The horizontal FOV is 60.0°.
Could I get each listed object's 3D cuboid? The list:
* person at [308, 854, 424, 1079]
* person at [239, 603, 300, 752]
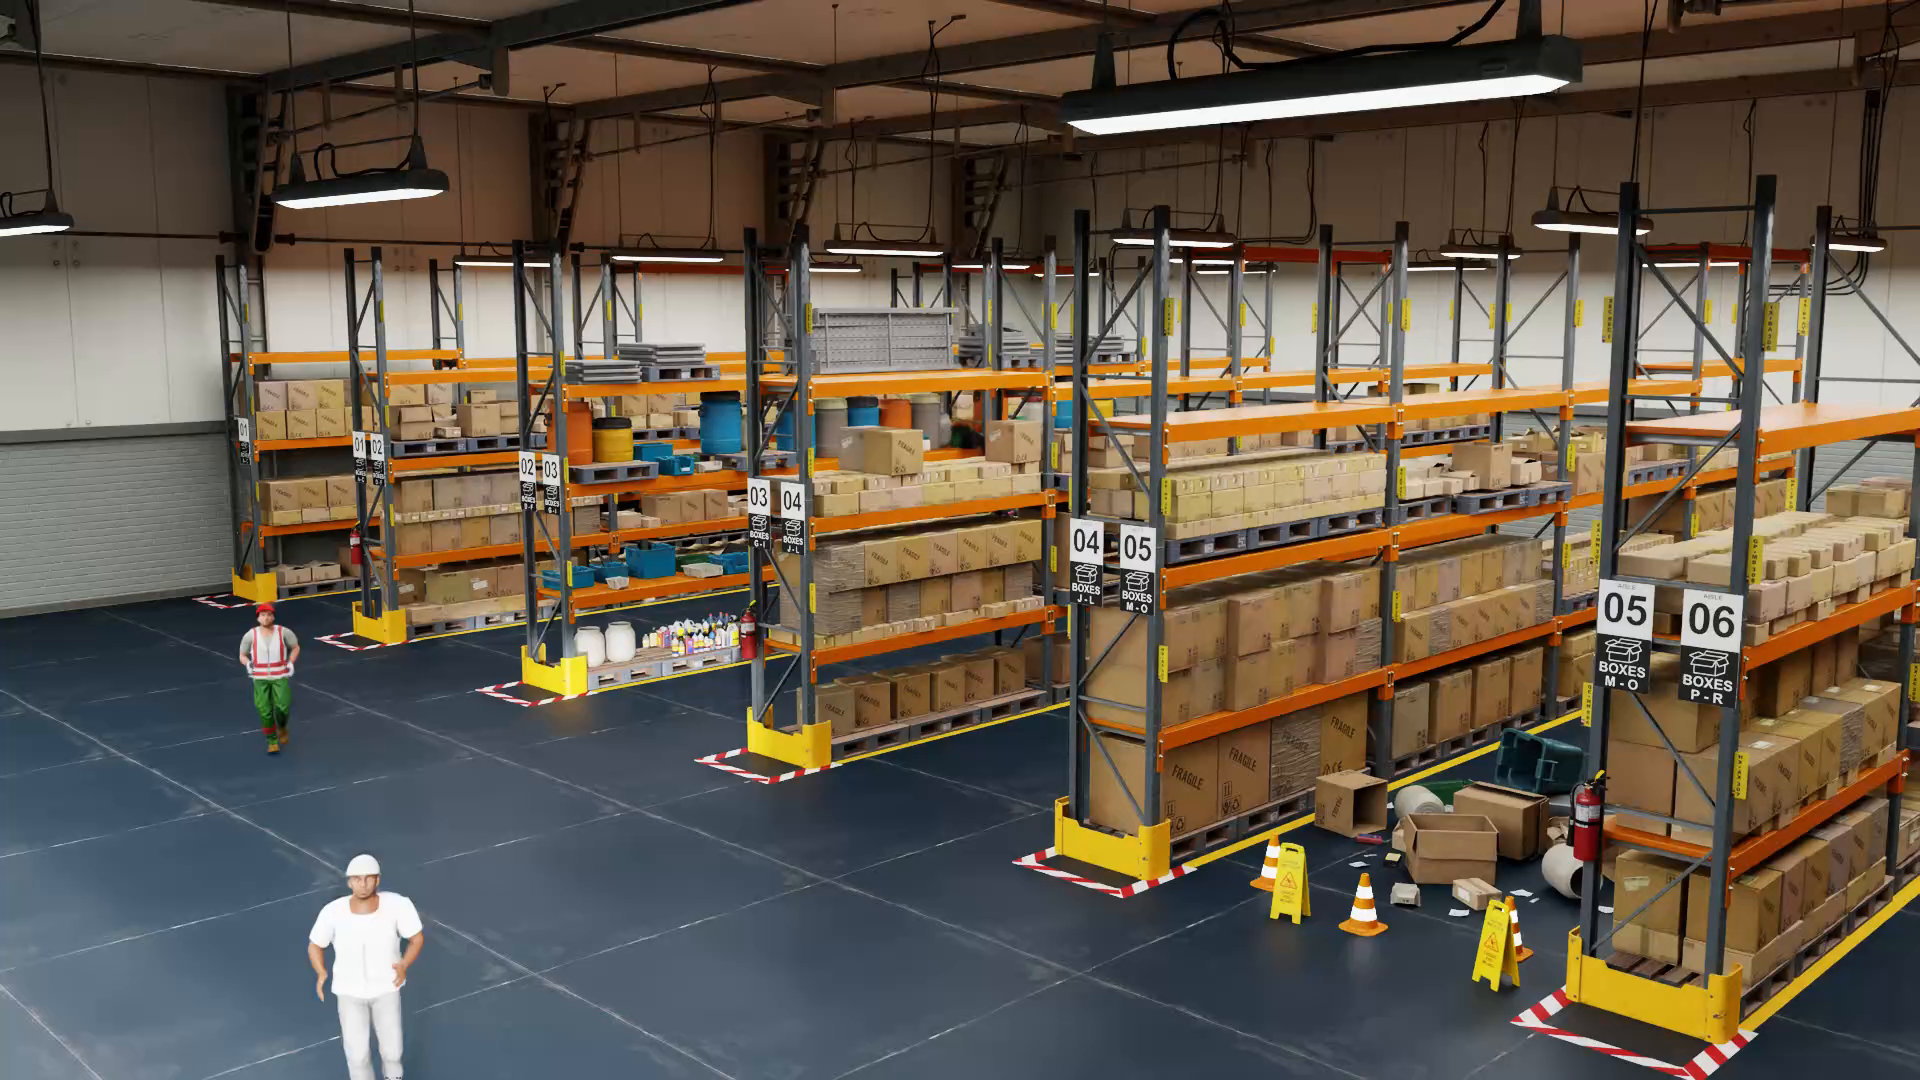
[{"bbox_3d":[-3.763,2.833,10.568,0.704,1.723,0.696,-2,8,-17],"label":"person"},{"bbox_3d":[-7.939,1.595,19.154,0.648,1.740,0.598,-3,9,-21],"label":"person"}]
